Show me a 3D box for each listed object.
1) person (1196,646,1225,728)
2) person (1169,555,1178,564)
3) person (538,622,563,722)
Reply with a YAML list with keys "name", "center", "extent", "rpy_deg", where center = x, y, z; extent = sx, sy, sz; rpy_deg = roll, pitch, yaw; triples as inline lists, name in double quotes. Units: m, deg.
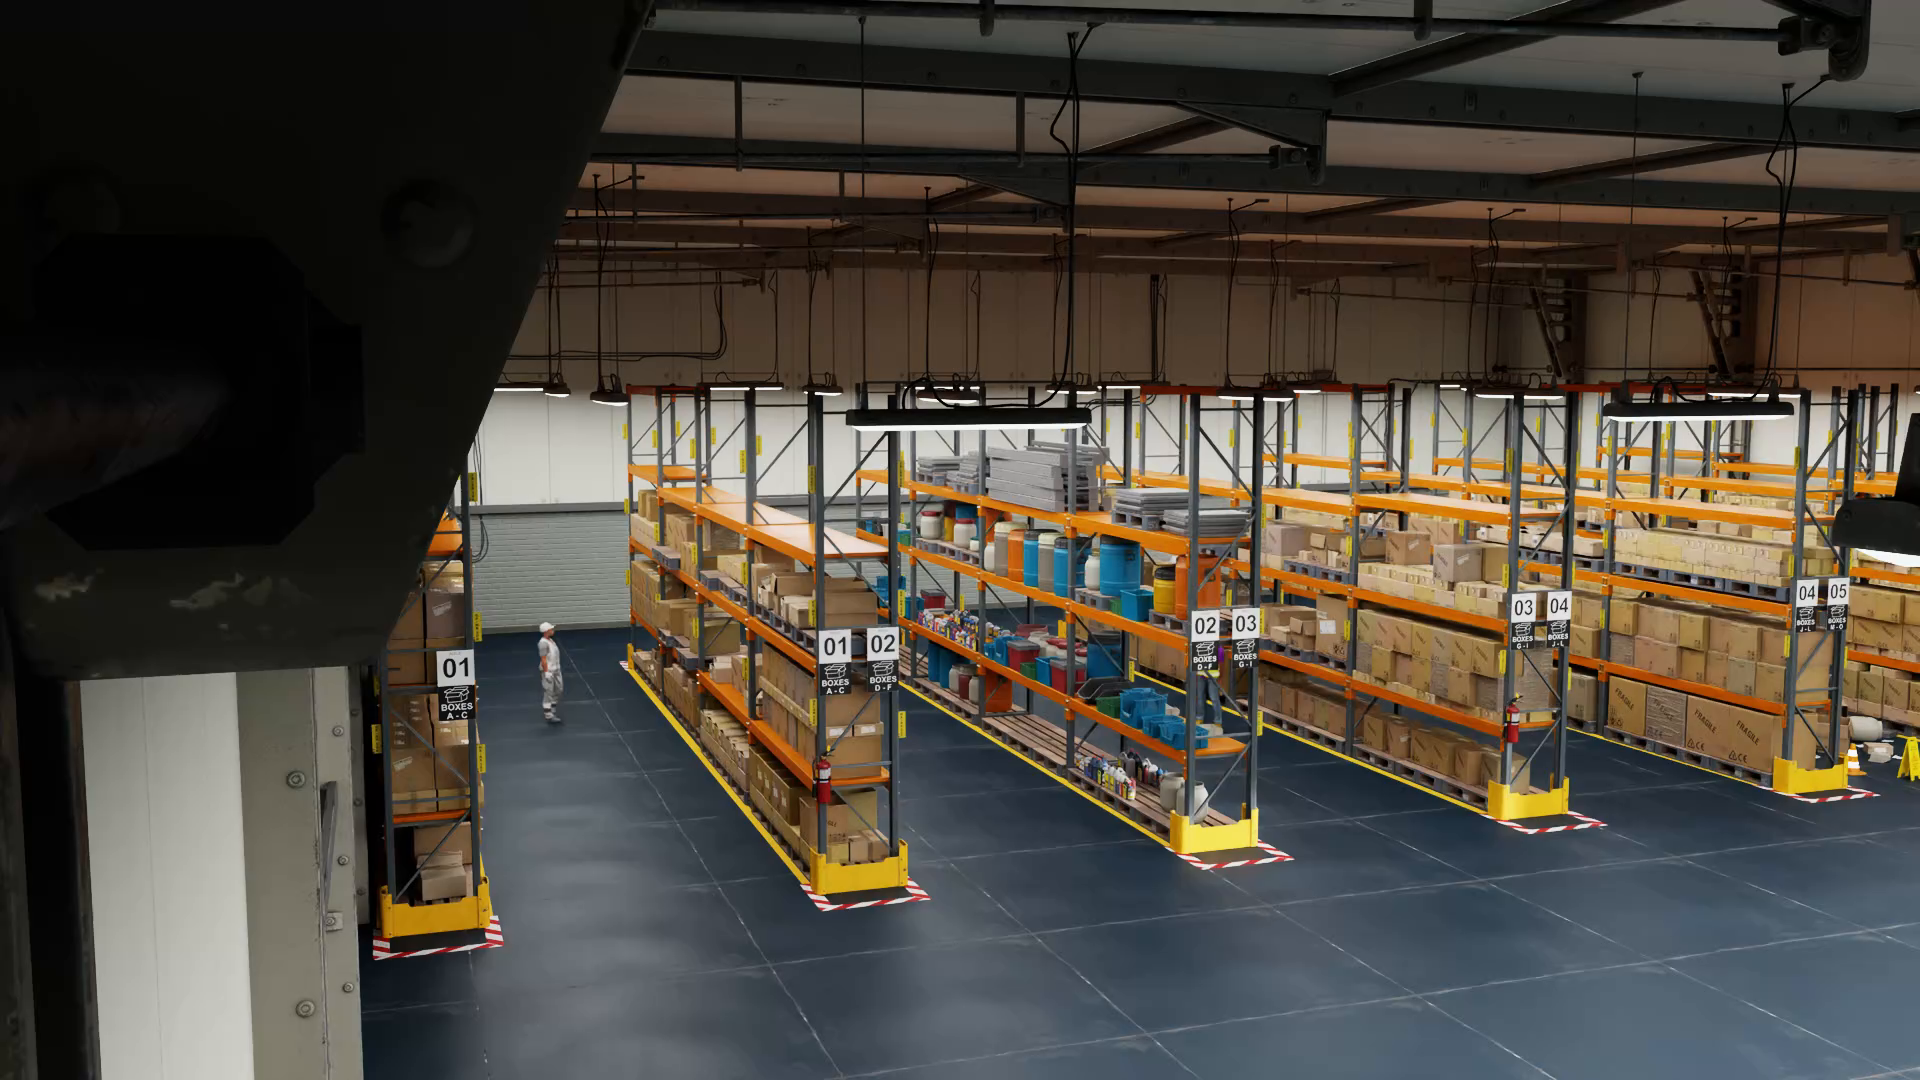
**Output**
- name: "person"
  center: [4.357, 2.421, 29.348]
  extent: [0.414, 1.764, 0.623]
  rpy_deg: [-4, 7, -37]
- name: "person"
  center: [5.660, 0.969, 43.747]
  extent: [0.418, 1.693, 0.502]
  rpy_deg: [-4, 7, -35]
- name: "person"
  center: [-7.351, 2.367, 29.884]
  extent: [0.498, 1.793, 0.594]
  rpy_deg: [2, 6, 20]
